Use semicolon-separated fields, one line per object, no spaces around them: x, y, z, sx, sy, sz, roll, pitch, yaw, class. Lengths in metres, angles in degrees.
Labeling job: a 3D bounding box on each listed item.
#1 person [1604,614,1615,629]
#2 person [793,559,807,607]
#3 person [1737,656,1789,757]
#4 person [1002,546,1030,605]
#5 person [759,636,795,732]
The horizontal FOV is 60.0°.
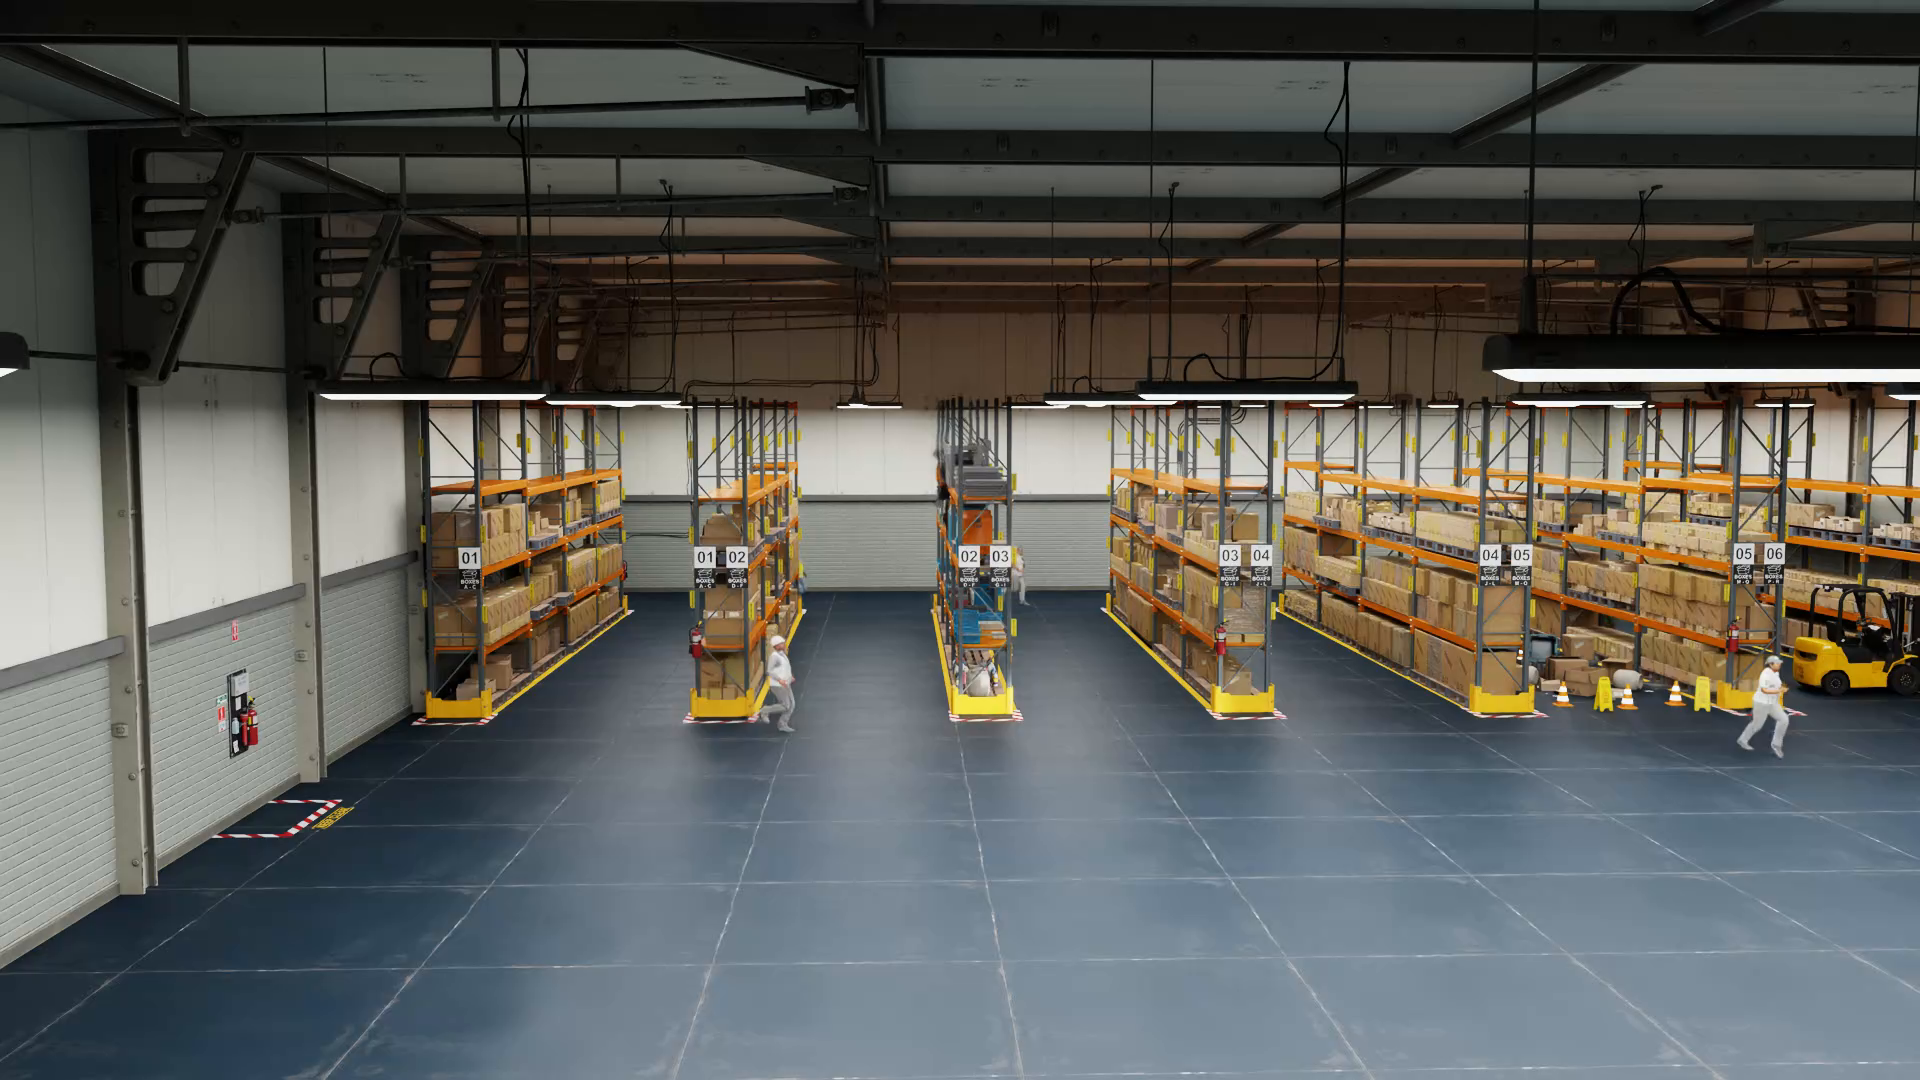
16.511;1.554;42.577;0.650;1.740;0.606;-1;4;-9;person
-4.838;1.117;48.746;0.620;1.714;0.722;3;5;32;person
13.427;2.762;27.775;0.626;1.703;0.828;-4;6;-42;person
1.657;1.044;49.375;0.925;1.777;0.686;1;5;15;person
-3.262;2.571;29.750;0.624;1.734;0.666;1;5;13;person
